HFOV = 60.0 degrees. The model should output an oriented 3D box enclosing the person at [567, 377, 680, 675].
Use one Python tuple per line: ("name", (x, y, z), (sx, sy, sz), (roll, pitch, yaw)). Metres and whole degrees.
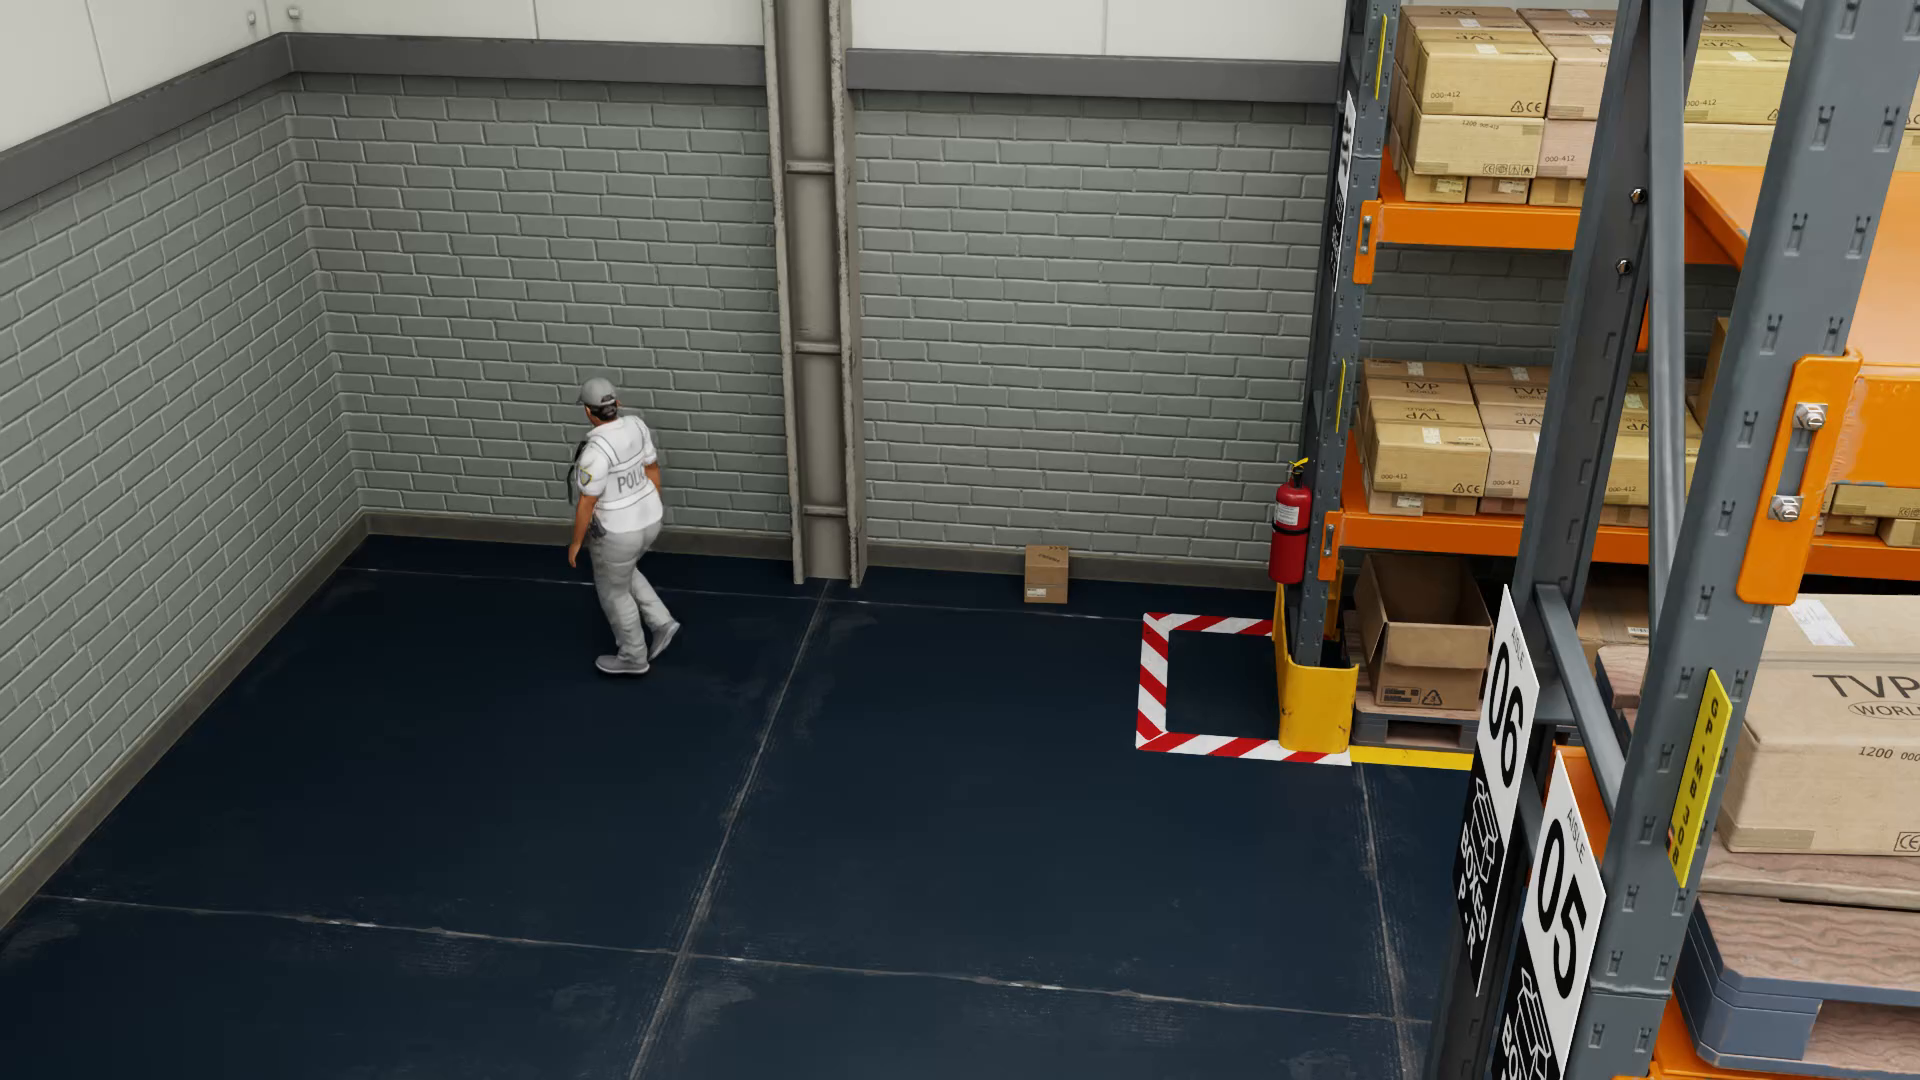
("person", (-1.763, -0.062, 8.707), (0.460, 1.662, 0.531), (10, 30, 18))
